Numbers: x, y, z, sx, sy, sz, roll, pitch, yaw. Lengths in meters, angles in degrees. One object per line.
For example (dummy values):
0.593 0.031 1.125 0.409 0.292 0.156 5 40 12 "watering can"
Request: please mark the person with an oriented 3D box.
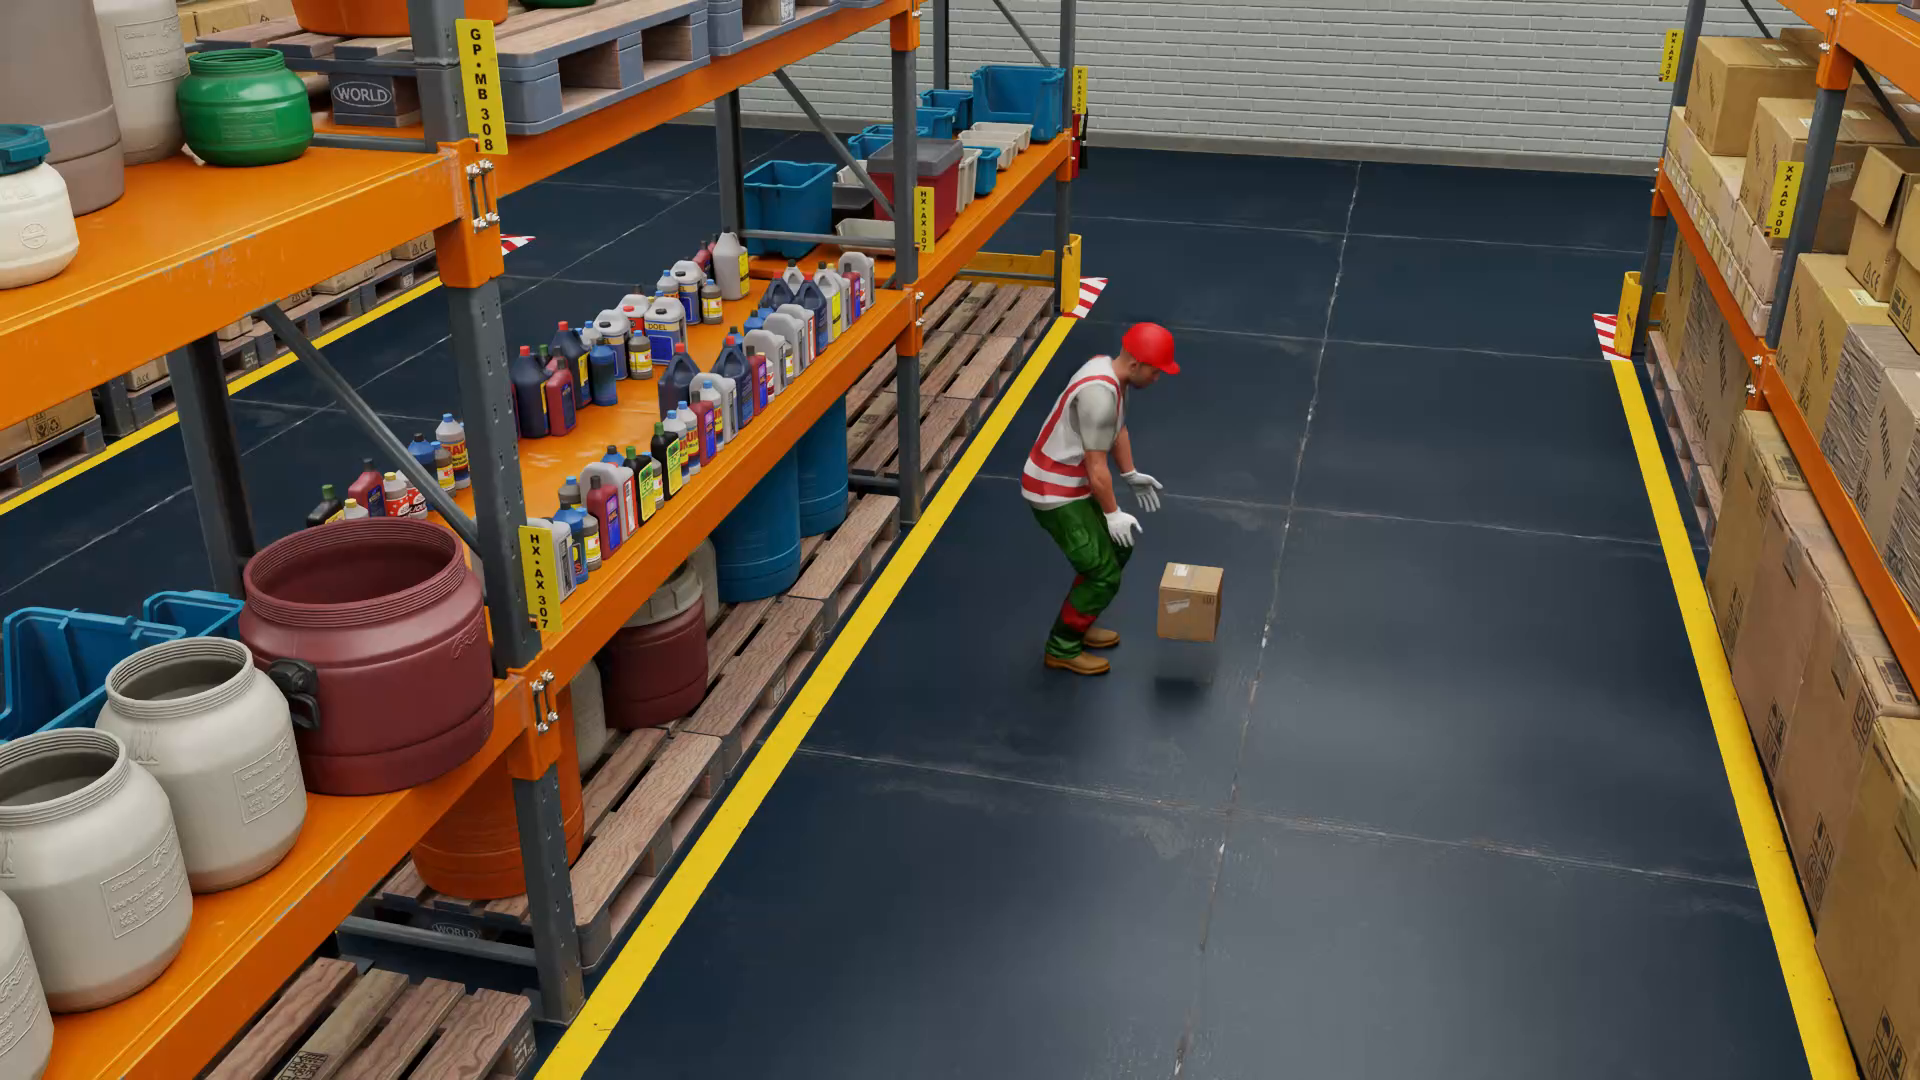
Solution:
0.603 -0.205 7.265 0.647 1.580 0.575 7 26 14 "person"
